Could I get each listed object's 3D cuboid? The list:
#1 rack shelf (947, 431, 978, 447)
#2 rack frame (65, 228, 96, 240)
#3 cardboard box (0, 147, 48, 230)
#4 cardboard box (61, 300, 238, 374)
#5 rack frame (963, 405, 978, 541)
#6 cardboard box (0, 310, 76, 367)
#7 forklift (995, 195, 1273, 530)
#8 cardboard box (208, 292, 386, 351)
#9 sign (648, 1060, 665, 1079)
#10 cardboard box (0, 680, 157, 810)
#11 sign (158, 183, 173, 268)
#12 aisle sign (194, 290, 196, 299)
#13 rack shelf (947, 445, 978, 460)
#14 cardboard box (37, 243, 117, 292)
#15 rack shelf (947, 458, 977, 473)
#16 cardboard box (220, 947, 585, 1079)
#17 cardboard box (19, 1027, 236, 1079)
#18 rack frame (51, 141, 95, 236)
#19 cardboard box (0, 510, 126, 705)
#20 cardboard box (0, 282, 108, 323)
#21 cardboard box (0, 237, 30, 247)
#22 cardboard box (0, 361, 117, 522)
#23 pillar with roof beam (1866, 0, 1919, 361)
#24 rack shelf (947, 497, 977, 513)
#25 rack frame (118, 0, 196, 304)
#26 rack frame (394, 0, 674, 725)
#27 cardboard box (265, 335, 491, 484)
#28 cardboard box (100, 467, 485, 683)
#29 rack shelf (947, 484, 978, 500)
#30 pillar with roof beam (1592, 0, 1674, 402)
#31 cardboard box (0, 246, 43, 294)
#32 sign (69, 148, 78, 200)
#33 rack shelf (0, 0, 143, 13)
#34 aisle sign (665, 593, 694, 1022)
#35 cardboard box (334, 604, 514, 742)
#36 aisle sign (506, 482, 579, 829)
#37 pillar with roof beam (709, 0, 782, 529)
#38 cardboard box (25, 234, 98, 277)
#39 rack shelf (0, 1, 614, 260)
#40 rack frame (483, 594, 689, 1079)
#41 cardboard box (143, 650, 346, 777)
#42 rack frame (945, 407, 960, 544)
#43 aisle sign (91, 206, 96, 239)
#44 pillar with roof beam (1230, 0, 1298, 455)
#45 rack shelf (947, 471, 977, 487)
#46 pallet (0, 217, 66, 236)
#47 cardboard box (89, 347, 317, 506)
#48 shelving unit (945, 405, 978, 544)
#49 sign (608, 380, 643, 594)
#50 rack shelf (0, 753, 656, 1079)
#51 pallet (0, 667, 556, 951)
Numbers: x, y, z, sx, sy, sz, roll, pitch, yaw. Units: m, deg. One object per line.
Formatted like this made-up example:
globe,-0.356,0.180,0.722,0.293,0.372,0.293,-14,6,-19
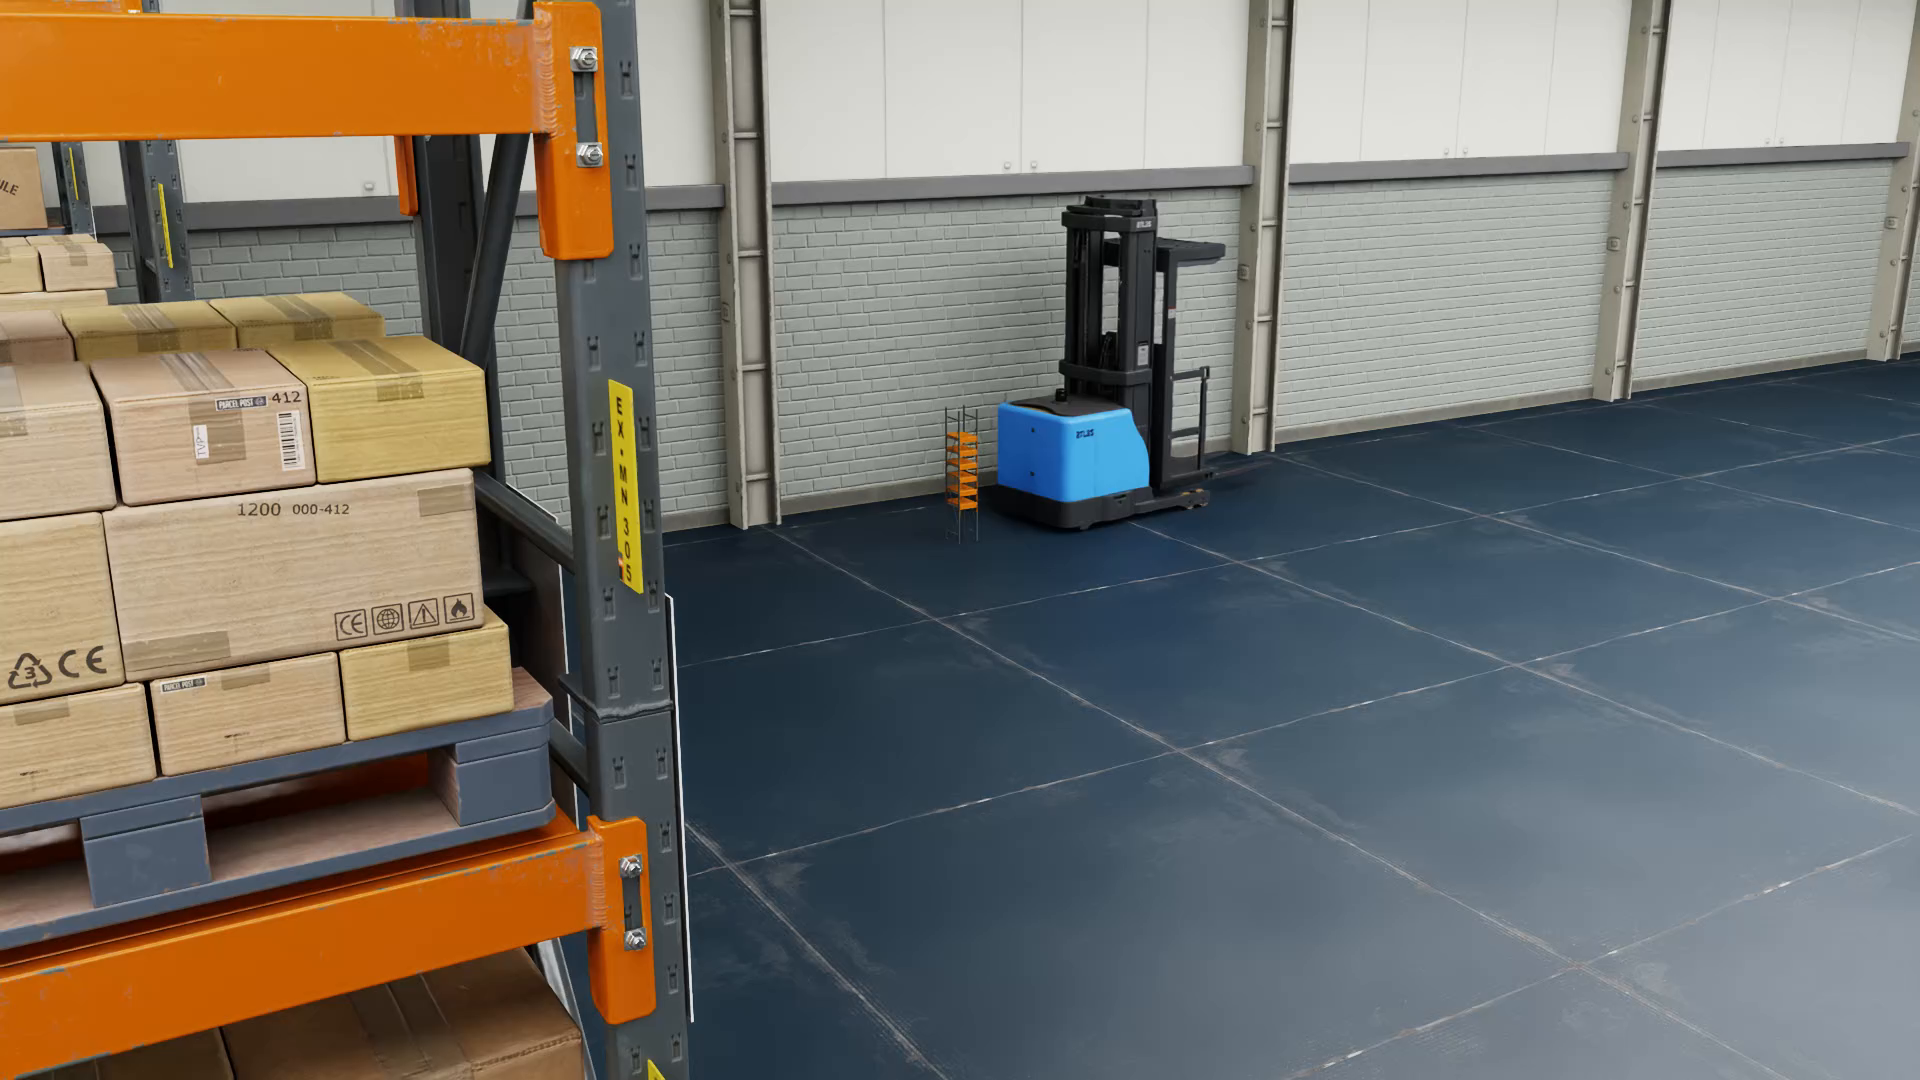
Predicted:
rack shelf,0.012,-0.884,14.670,0.180,0.103,0.258,-9,18,-30
rack frame,-5.986,-0.657,11.697,0.127,3.000,1.000,-9,18,-30
cardboard box,-6.240,-2.282,10.788,0.500,0.500,0.500,-9,18,-28
cardboard box,-1.456,-0.328,2.991,0.250,0.149,0.380,-9,18,-29
rack frame,0.091,-0.592,14.800,0.006,1.200,0.240,-9,18,-30
cardboard box,-1.675,-0.293,2.864,0.250,0.149,0.380,-9,18,-30
forklift,1.800,-1.803,15.912,3.031,2.935,1.130,-12,20,-37
cardboard box,-1.241,-0.363,3.115,0.250,0.149,0.380,-9,18,-29
sign,-0.523,1.078,2.923,0.005,0.325,0.100,-9,18,-30
cardboard box,-1.337,0.244,2.428,0.250,0.149,0.380,-9,18,-29
sign,-3.158,-1.249,6.609,0.005,0.325,0.100,-9,18,-30
aisle sign,-3.224,-0.702,7.042,0.004,0.787,0.394,-9,18,-30
rack shelf,0.012,-0.768,14.702,0.180,0.103,0.258,-9,18,-30
cardboard box,-3.564,-1.101,6.712,0.250,0.149,0.380,-9,18,-29
rack shelf,0.012,-0.653,14.735,0.180,0.103,0.258,-9,18,-30
cardboard box,-1.129,1.072,3.248,0.550,0.550,0.875,-9,18,-30
cardboard box,-1.553,1.170,2.899,0.550,0.550,0.875,-9,18,-30
rack frame,-5.986,-3.546,10.887,0.127,3.000,1.000,-9,18,-30
cardboard box,-1.496,0.058,2.350,0.500,0.250,0.500,-9,18,-30
cardboard box,-3.726,-0.891,6.701,0.500,0.250,0.500,-9,18,-30
cardboard box,-4.044,-1.176,6.977,0.250,0.149,0.380,-9,18,-30
cardboard box,-1.339,-0.140,2.321,0.250,0.149,0.380,-9,18,-29
pillar with roof beam,15.742,-5.998,19.634,0.400,9.000,9.100,-9,18,-30
rack shelf,0.012,-0.306,14.832,0.180,0.103,0.258,-9,18,-30
rack frame,-3.427,-2.398,6.792,0.127,3.000,1.000,-9,18,-30
rack frame,-0.791,-1.267,2.756,0.127,3.000,1.000,-9,18,-30
cardboard box,-0.905,-0.210,2.570,0.250,0.149,0.380,-9,18,-29
cardboard box,-1.066,-0.011,2.598,0.500,0.250,0.500,-9,18,-29
rack shelf,0.012,-0.421,14.799,0.180,0.103,0.258,-9,18,-30
pillar with roof beam,10.599,-5.164,16.658,0.400,9.000,9.100,-9,18,-30
cardboard box,-3.805,-1.074,6.616,0.250,0.149,0.380,-9,18,-29
sign,-5.719,-2.362,10.728,0.005,0.325,0.100,-9,18,-30
rack shelf,-5.141,-1.772,5.898,4.000,0.370,1.077,-9,18,-30
aisle sign,-0.575,0.430,3.003,0.004,0.787,0.394,-9,18,-30
cardboard box,-0.901,0.173,2.680,0.250,0.149,0.380,-9,18,-30
aisle sign,-0.884,0.291,3.498,0.004,0.787,0.394,-9,18,-30
pillar with roof beam,0.313,-3.496,10.708,0.400,9.000,9.100,-9,18,-30
cardboard box,-3.836,-1.214,7.115,0.250,0.149,0.380,-9,18,-30
rack shelf,-2.505,-0.450,1.916,4.000,0.370,1.077,-9,18,-30
rack frame,-0.791,1.622,3.566,0.127,3.000,1.000,-9,18,-30
cardboard box,-1.118,0.208,2.556,0.250,0.149,0.380,-9,18,-29
rack frame,-0.066,-0.567,14.710,0.006,1.200,0.240,-9,18,-30
aisle sign,-5.779,-1.850,11.136,0.004,0.787,0.394,-9,18,-30
pillar with roof beam,5.456,-4.330,13.683,0.400,9.000,9.100,-9,18,-30
rack shelf,0.012,-0.537,14.767,0.180,0.103,0.258,-9,18,-30
pallet,-6.606,-1.967,10.975,1.213,0.211,1.003,-9,18,-30
cardboard box,-1.119,-0.176,2.448,0.250,0.149,0.380,-9,18,-29
shelving unit,0.012,-0.580,14.755,0.189,1.200,0.258,-9,18,-30
sign,-0.523,-0.083,2.598,0.005,0.325,0.100,-9,18,-30
rack shelf,-2.505,0.802,2.267,4.000,0.370,1.077,-9,18,-30
pallet,-1.421,0.326,2.797,1.213,0.211,1.003,-9,18,-30
